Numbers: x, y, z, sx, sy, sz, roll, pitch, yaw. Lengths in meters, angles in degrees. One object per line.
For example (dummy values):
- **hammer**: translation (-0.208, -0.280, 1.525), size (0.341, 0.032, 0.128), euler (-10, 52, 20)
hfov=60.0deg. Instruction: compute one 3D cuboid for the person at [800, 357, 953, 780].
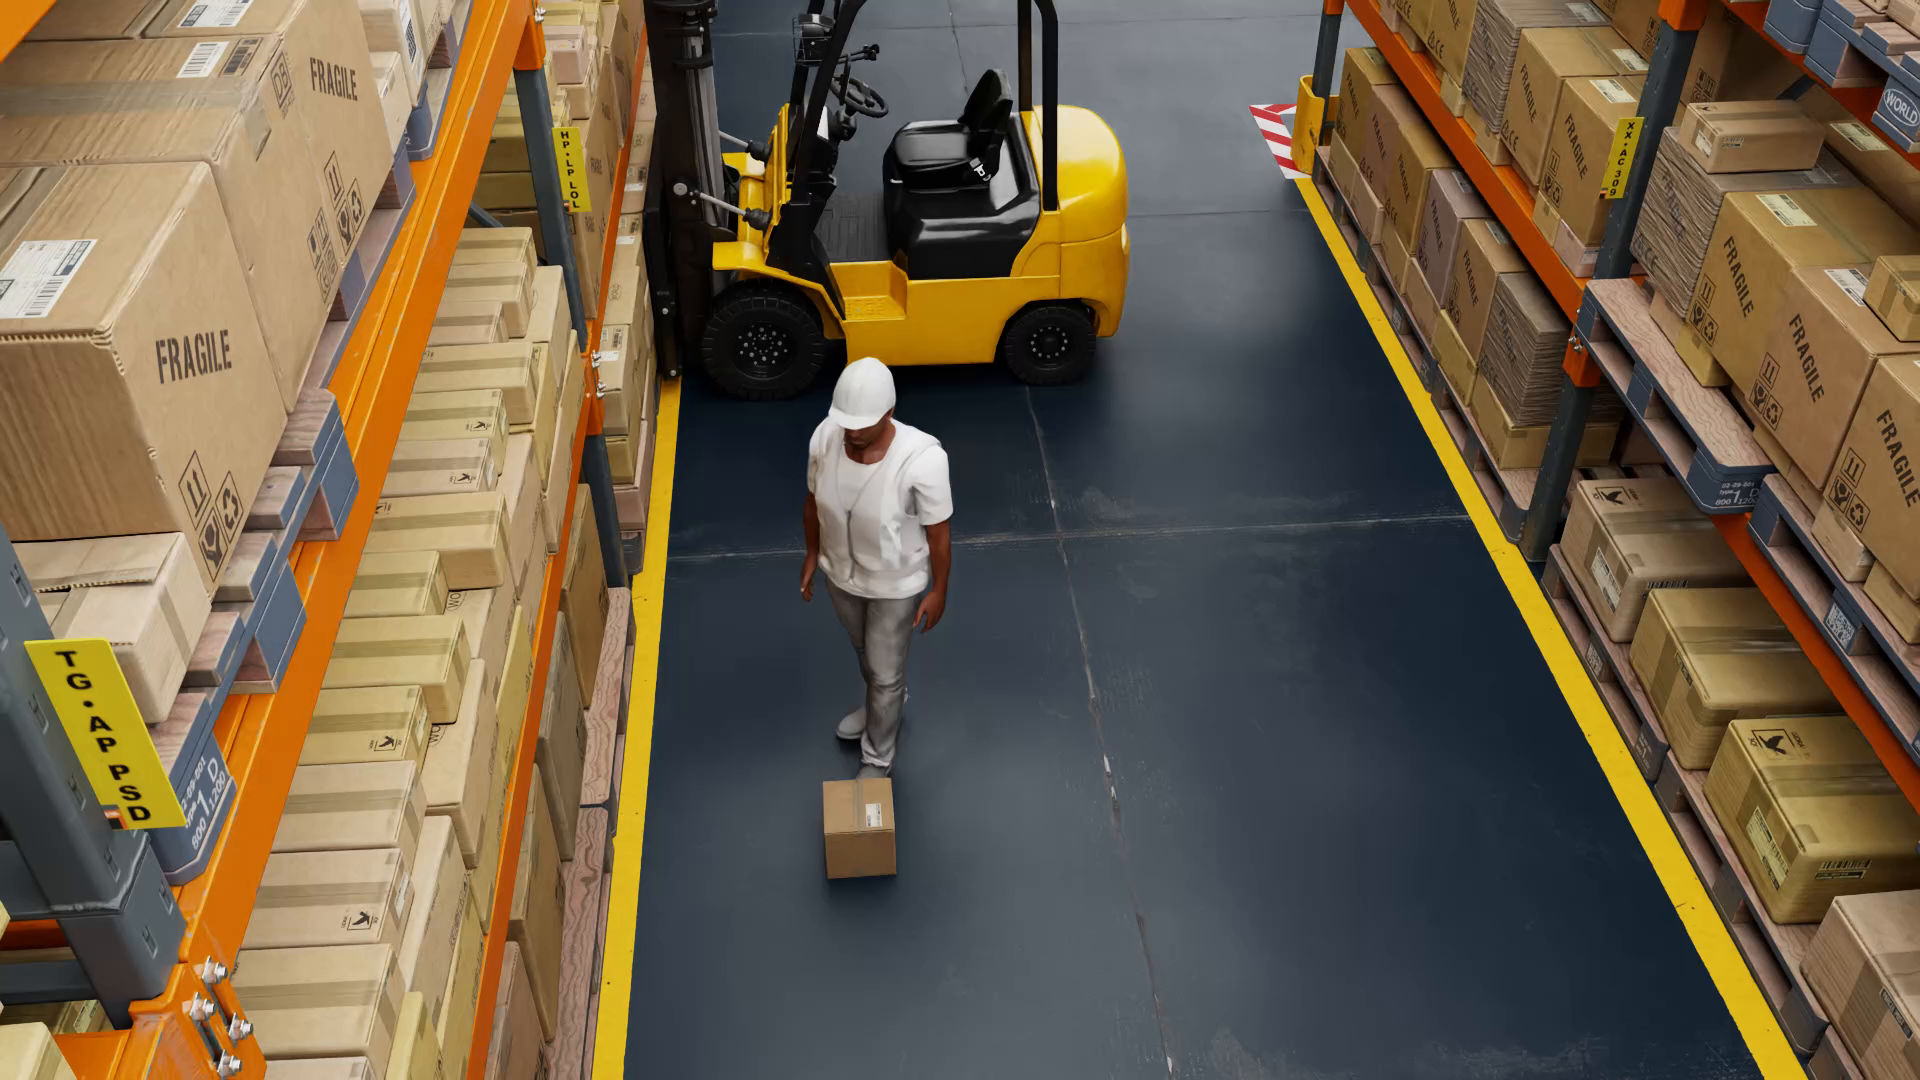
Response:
- **person**: translation (-0.345, 0.153, 5.942), size (0.585, 1.778, 0.585), euler (21, 43, 24)
